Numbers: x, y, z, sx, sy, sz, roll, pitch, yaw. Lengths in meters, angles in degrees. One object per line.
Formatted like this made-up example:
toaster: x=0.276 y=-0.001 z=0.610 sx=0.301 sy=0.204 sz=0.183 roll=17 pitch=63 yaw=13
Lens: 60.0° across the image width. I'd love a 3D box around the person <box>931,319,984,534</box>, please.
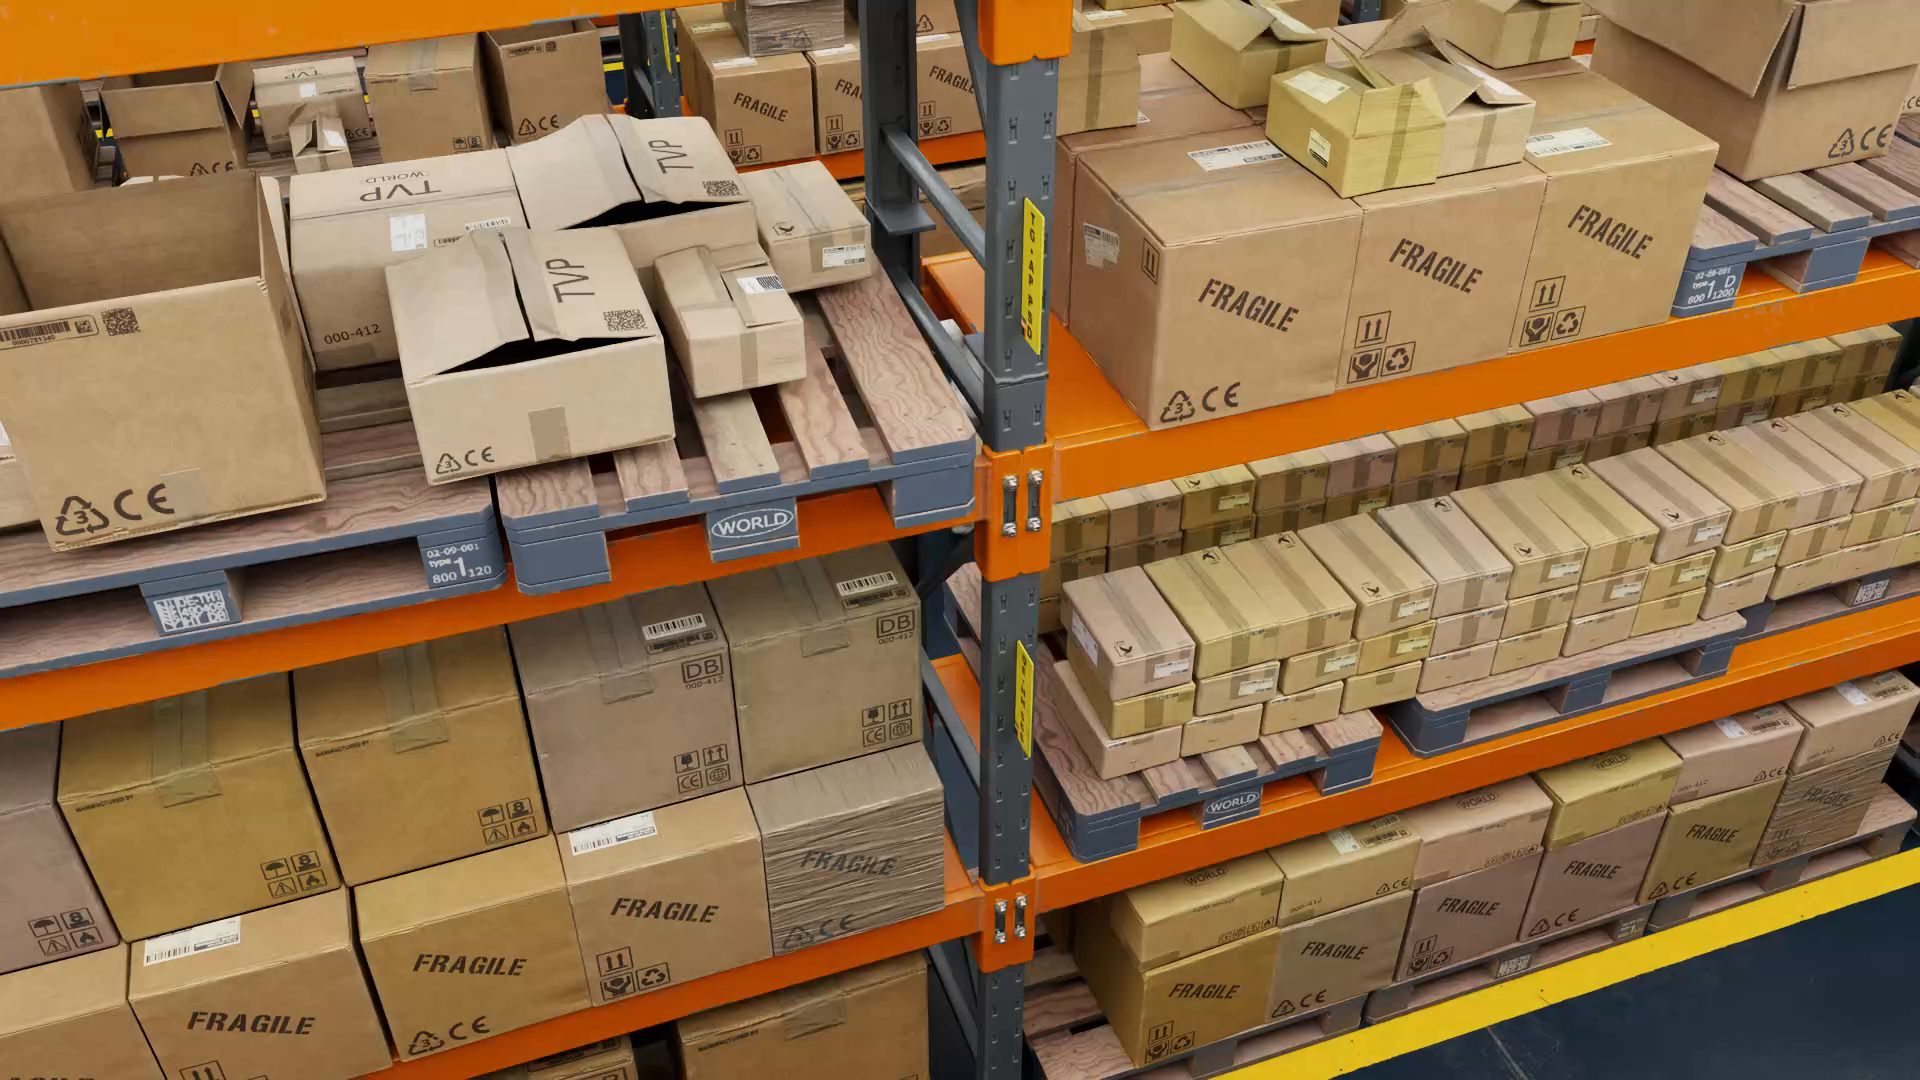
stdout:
person: x=0.145 y=-0.730 z=7.769 sx=0.625 sy=1.736 sz=0.659 roll=-5 pitch=38 yaw=-6
